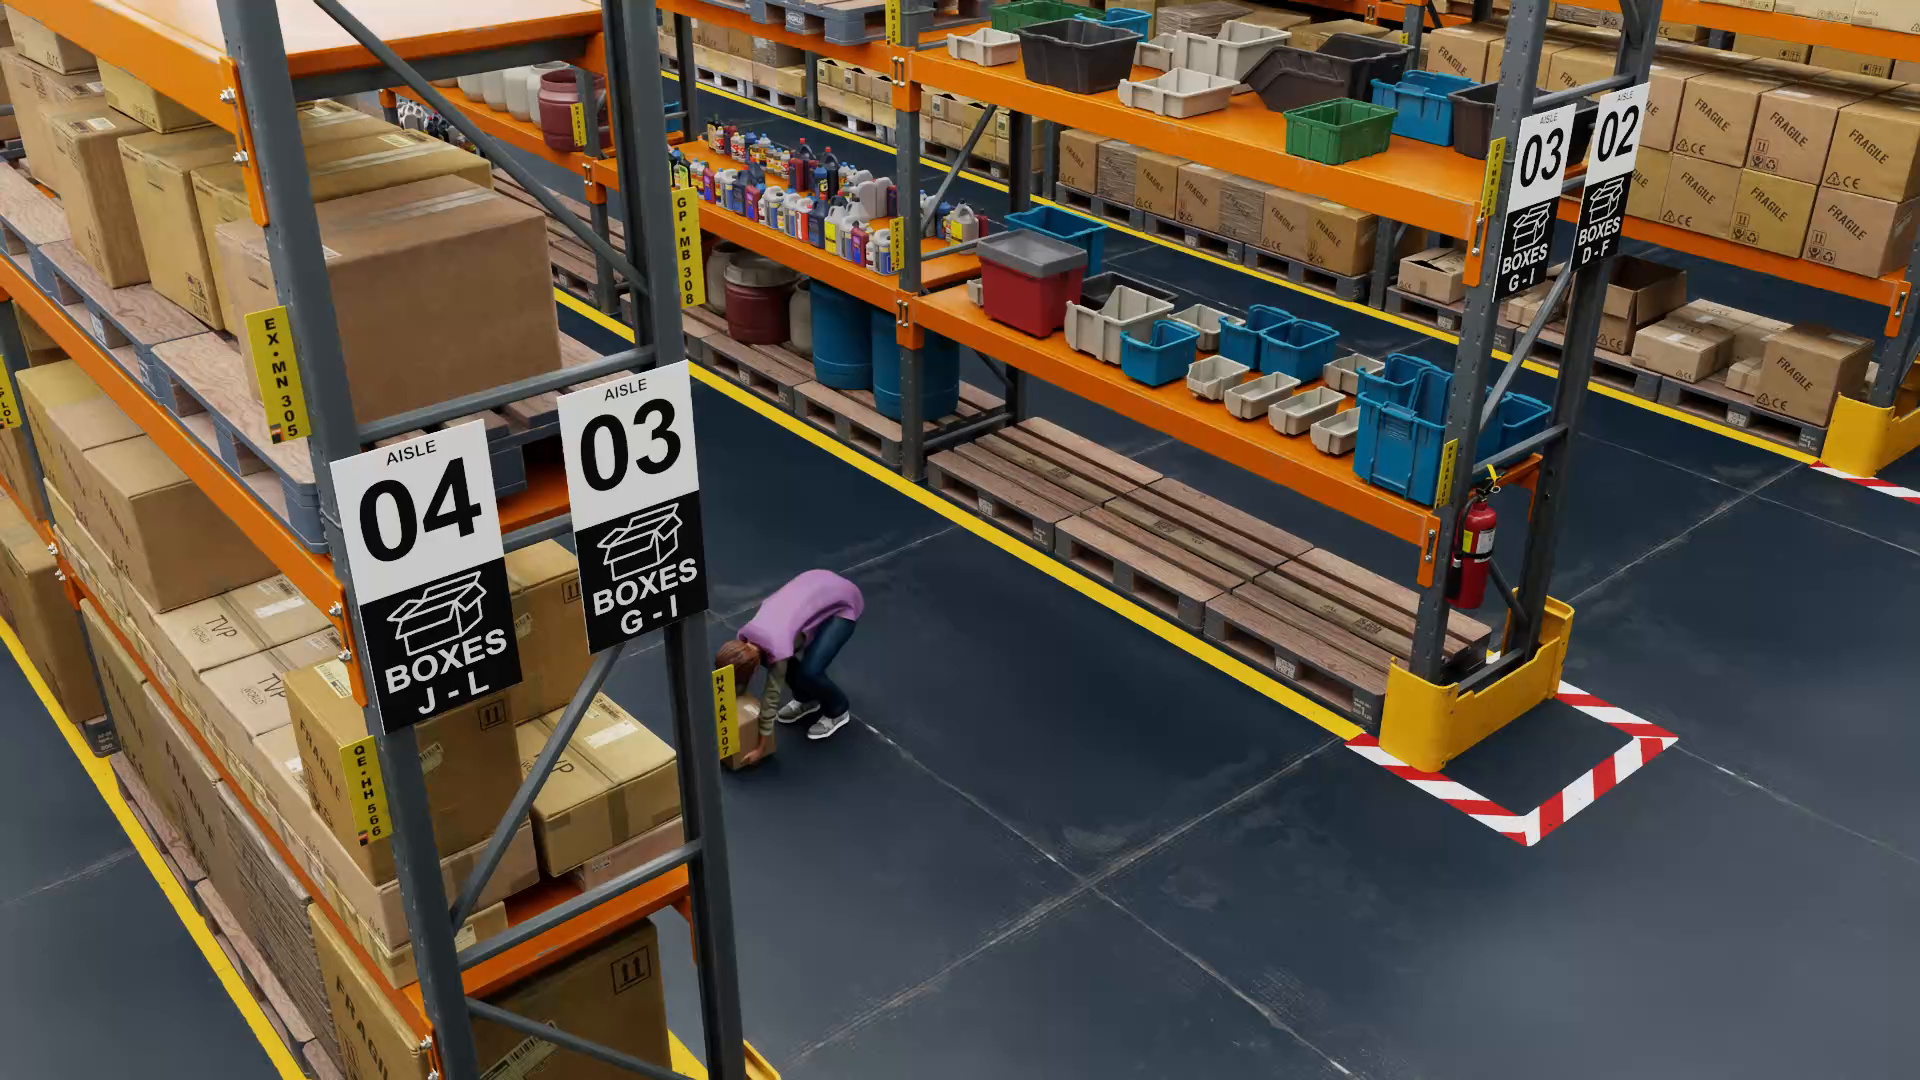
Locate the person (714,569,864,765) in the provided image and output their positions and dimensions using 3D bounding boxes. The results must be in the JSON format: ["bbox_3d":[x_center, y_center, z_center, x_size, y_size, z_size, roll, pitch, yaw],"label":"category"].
[{"bbox_3d":[-0.846,0.614,8.303,0.856,0.832,0.425,-24,37,-37],"label":"person"}]
